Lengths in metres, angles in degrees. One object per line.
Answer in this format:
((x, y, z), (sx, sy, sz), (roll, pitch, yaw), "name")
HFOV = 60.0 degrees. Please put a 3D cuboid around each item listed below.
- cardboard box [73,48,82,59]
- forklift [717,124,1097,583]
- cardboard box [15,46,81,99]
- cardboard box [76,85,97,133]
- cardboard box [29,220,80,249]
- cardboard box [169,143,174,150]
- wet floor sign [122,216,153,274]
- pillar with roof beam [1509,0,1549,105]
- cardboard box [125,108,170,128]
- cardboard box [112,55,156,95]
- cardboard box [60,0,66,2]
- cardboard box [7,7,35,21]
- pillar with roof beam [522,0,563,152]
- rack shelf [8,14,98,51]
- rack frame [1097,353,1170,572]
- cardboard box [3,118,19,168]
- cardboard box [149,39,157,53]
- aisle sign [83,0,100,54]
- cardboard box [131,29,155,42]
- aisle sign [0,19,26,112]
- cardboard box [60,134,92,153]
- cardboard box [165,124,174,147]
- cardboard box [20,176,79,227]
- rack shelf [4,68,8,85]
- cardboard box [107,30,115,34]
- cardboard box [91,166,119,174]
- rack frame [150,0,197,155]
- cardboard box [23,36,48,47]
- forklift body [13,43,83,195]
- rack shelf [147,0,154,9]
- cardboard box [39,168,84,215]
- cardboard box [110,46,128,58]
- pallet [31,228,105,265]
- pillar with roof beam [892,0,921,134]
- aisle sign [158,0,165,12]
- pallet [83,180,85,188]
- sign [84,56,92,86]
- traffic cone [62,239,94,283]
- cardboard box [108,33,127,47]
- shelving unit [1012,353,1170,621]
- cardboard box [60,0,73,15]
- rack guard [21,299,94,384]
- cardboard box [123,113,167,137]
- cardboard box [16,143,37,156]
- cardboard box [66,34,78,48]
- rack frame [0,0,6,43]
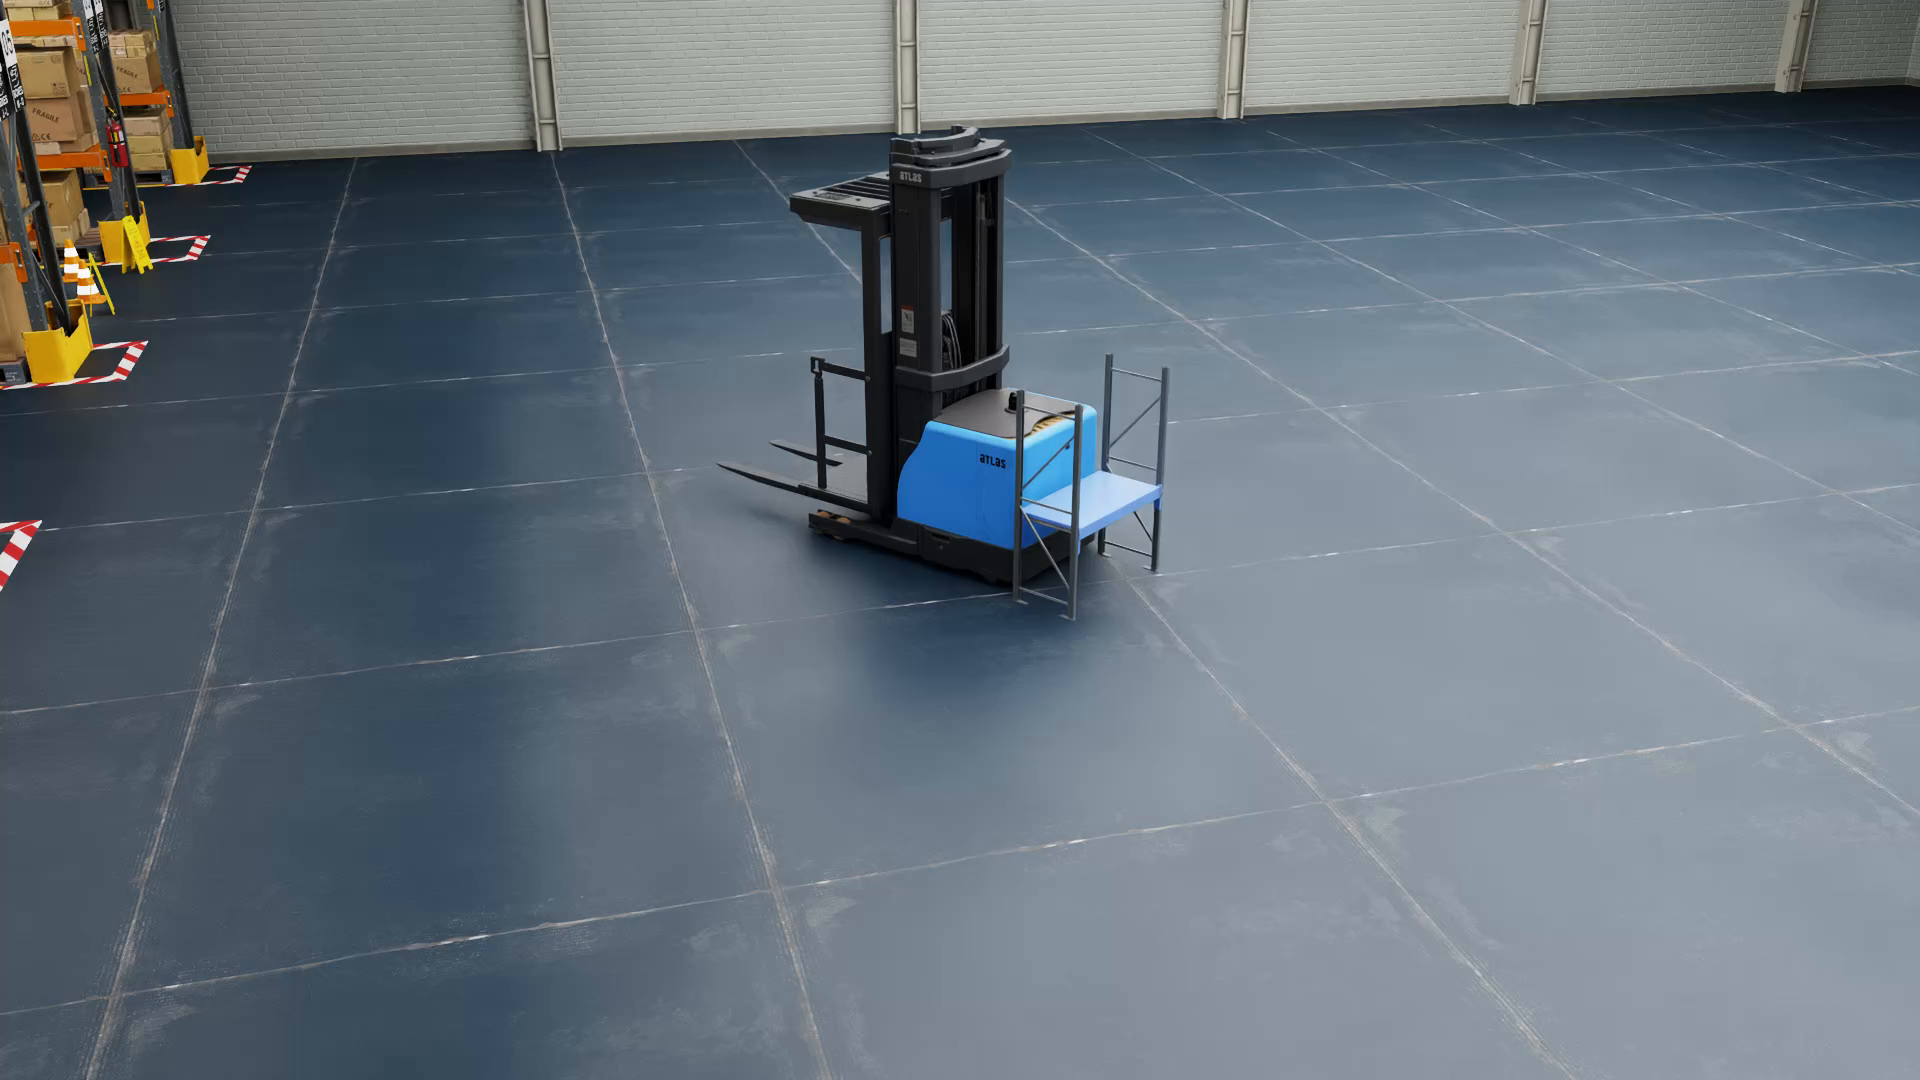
((-12.548, -6.969, 23.738), (0.250, 0.149, 0.380), (-6, 24, -15), "cardboard box")
((-0.504, -1.495, 12.016), (3.031, 2.935, 1.130), (16, 28, 33), "forklift")
((-10.632, -5.454, 19.385), (0.500, 0.500, 0.700), (-7, 24, -16), "cardboard box")
((-10.730, -5.187, 20.030), (0.500, 0.500, 0.500), (-7, 24, -15), "cardboard box")
((-10.928, -3.688, 19.995), (0.500, 0.250, 0.500), (-6, 24, -15), "cardboard box")
((-12.069, -5.785, 24.882), (0.500, 0.250, 0.500), (-6, 24, -14), "cardboard box")
((-9.727, -3.481, 19.545), (0.232, 0.644, 0.267), (2, 23, 4), "wet floor sign")
((11.814, -10.780, 25.961), (0.400, 9.000, 9.100), (-6, 24, -14), "pillar with roof beam")
((-12.057, -6.243, 24.681), (0.500, 0.250, 0.500), (-7, 24, -15), "cardboard box")
((-11.946, -6.727, 23.997), (0.500, 0.500, 0.500), (-7, 24, -16), "cardboard box")
((-10.755, -6.443, 19.470), (0.500, 0.250, 0.500), (-7, 24, -15), "cardboard box")
((-10.698, -6.029, 19.011), (0.250, 0.149, 0.380), (-6, 24, -14), "cardboard box")
((-5.517, -8.863, 21.493), (0.400, 9.000, 9.100), (-6, 24, -14), "pillar with roof beam")
((-12.125, -5.784, 19.034), (4.000, 0.370, 1.077), (-6, 24, -14), "rack shelf")
((1.201, -0.530, 11.578), (0.500, 1.500, 0.032), (18, 29, 35), "rack frame")
((-9.132, -3.621, 15.325), (0.550, 0.550, 0.875), (-6, 24, -14), "cardboard box")
((-11.940, -7.240, 24.369), (0.250, 0.149, 0.380), (-7, 24, -16), "cardboard box")
((-10.061, -6.040, 19.226), (0.004, 0.787, 0.394), (-6, 24, -14), "aisle sign")
((-11.924, -7.359, 24.270), (0.250, 0.149, 0.380), (-7, 24, -15), "cardboard box")
((-8.777, -4.397, 15.396), (0.004, 0.787, 0.394), (-6, 24, -14), "aisle sign")
((-10.501, -4.713, 19.748), (0.250, 0.149, 0.380), (-5, 24, -13), "cardboard box")
((-12.052, -6.021, 24.799), (0.500, 0.250, 0.500), (-6, 24, -13), "cardboard box")
((-10.900, -4.039, 19.862), (0.500, 0.500, 0.500), (-6, 24, -14), "cardboard box")
((-10.690, -3.915, 14.679), (4.000, 0.370, 1.077), (-6, 24, -14), "rack shelf")
((-12.436, -7.311, 24.157), (0.250, 0.149, 0.380), (-6, 24, -13), "cardboard box")
((-12.392, -5.543, 24.319), (0.500, 0.250, 0.500), (-6, 24, -14), "cardboard box")
((-11.543, -6.833, 24.371), (0.127, 3.000, 1.000), (-6, 24, -14), "rack frame")
((-13.033, -7.022, 23.484), (0.250, 0.149, 0.380), (-6, 24, -13), "cardboard box")
((-12.876, -5.549, 22.454), (1.214, 2.155, 2.313), (-6, 24, -14), "forklift body")
((-13.469, -7.668, 23.425), (4.000, 0.370, 1.077), (-6, 24, -14), "rack shelf")
((-11.073, -4.239, 20.330), (0.500, 0.500, 0.500), (-7, 24, -16), "cardboard box")
((-12.039, -6.995, 23.800), (0.250, 0.149, 0.380), (-6, 24, -14), "cardboard box")
((-11.064, -3.586, 20.341), (1.213, 0.211, 1.003), (-6, 24, -14), "pallet")
((0.260, -9.502, 22.983), (0.400, 9.000, 9.100), (-6, 24, -14), "pillar with roof beam")
((-11.401, -7.923, 23.615), (0.004, 0.787, 0.394), (-6, 24, -14), "aisle sign")
((-13.441, -5.326, 24.394), (1.213, 0.211, 1.003), (-6, 24, -14), "pallet")
((-10.068, -5.414, 19.193), (0.005, 0.325, 0.100), (-6, 24, -14), "sign")
((-10.264, -3.248, 19.232), (0.334, 0.463, 0.336), (-6, 24, -14), "traffic cone")
((-12.060, -7.158, 23.801), (0.250, 0.149, 0.380), (-6, 24, -14), "cardboard box")
((0.883, -0.373, 11.214), (0.538, 1.500, 1.048), (18, 29, 35), "shelving unit")
((-10.606, -6.300, 19.643), (0.250, 0.149, 0.380), (-6, 24, -14), "cardboard box")
((-8.741, -1.934, 16.124), (0.348, 0.500, 1.175), (-6, 24, -14), "rack guard")
((-11.902, -6.055, 24.243), (0.500, 0.250, 0.500), (-5, 24, -13), "cardboard box")
((-10.968, -4.624, 19.542), (0.250, 0.149, 0.380), (-7, 24, -15), "cardboard box")
((-12.565, -7.121, 23.716), (0.250, 0.149, 0.380), (-6, 24, -14), "cardboard box")
((-8.764, -5.837, 14.442), (0.127, 3.000, 1.000), (-6, 24, -14), "rack frame")
